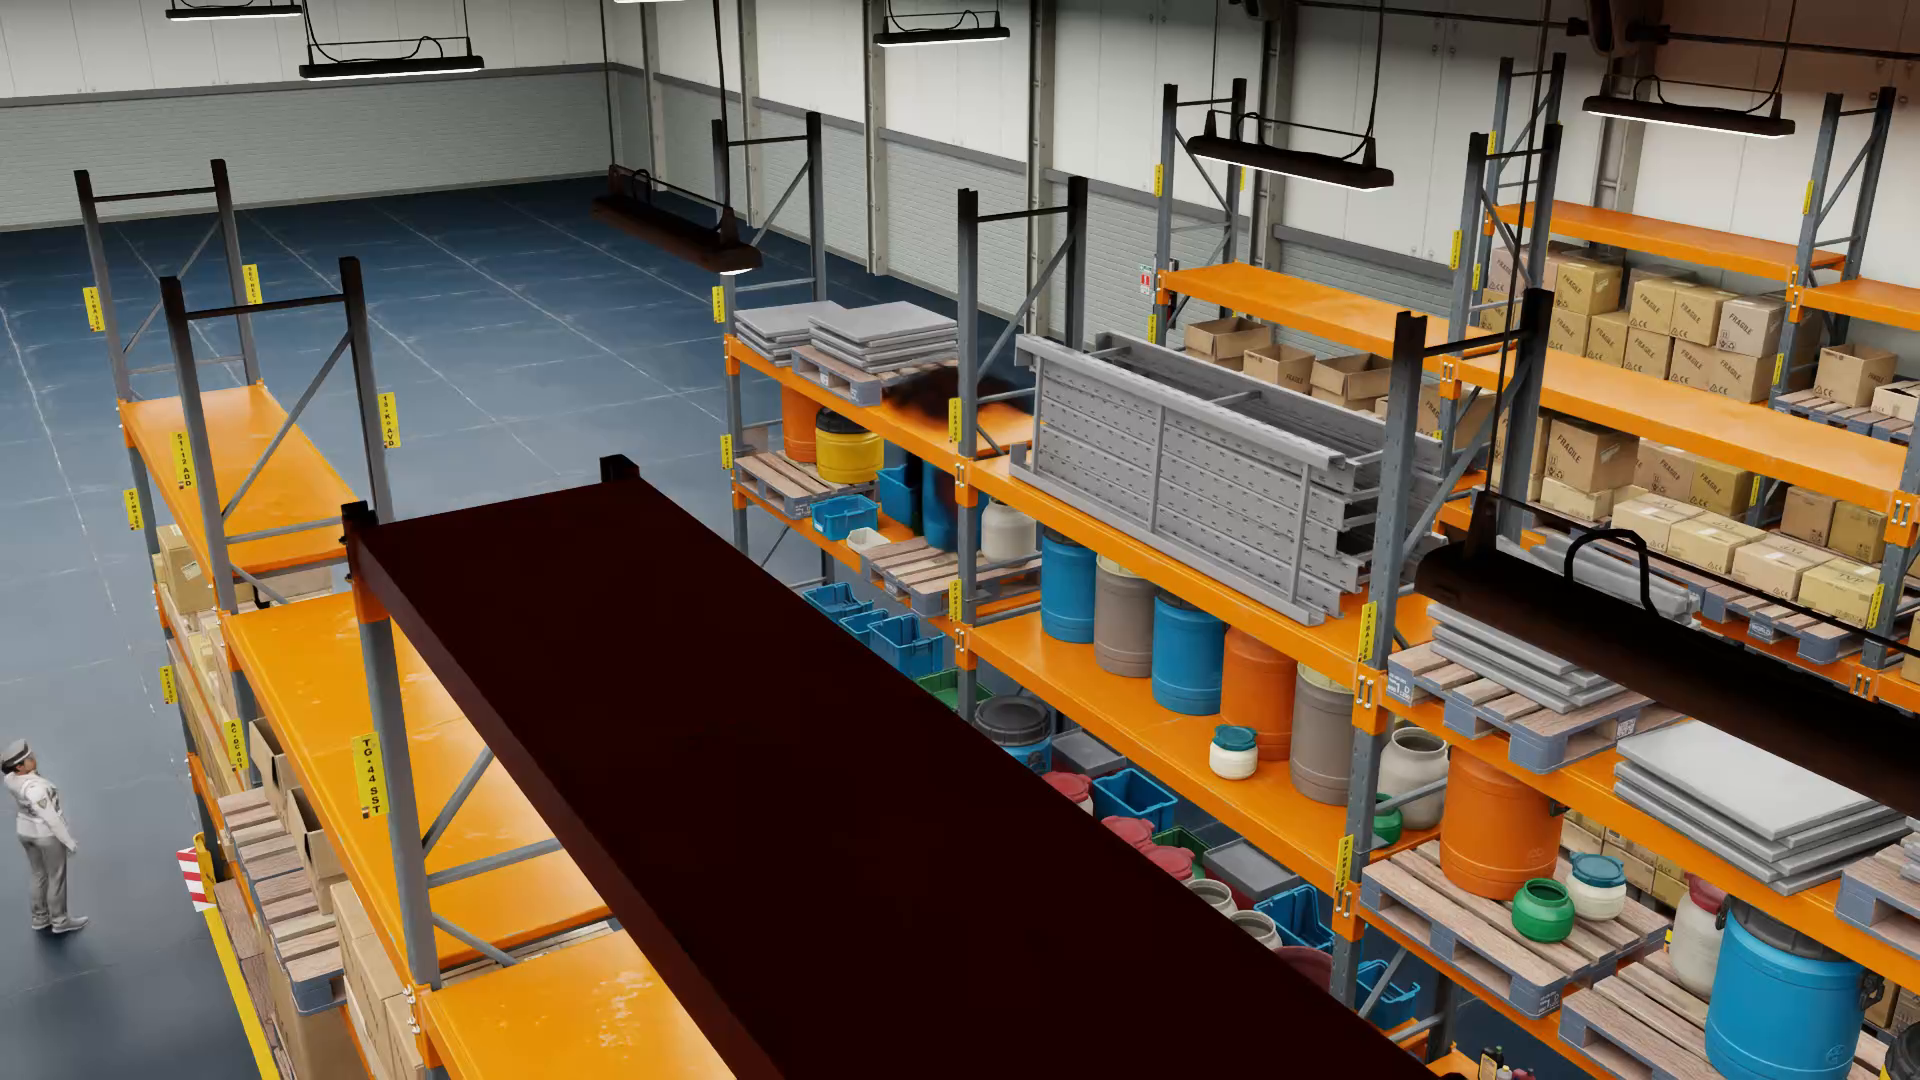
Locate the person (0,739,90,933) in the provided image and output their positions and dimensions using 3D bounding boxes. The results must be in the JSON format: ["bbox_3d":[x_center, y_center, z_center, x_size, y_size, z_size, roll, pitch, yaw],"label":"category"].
[{"bbox_3d":[-7.317,2.357,13.277,0.558,1.704,0.401,7,23,18],"label":"person"}]
